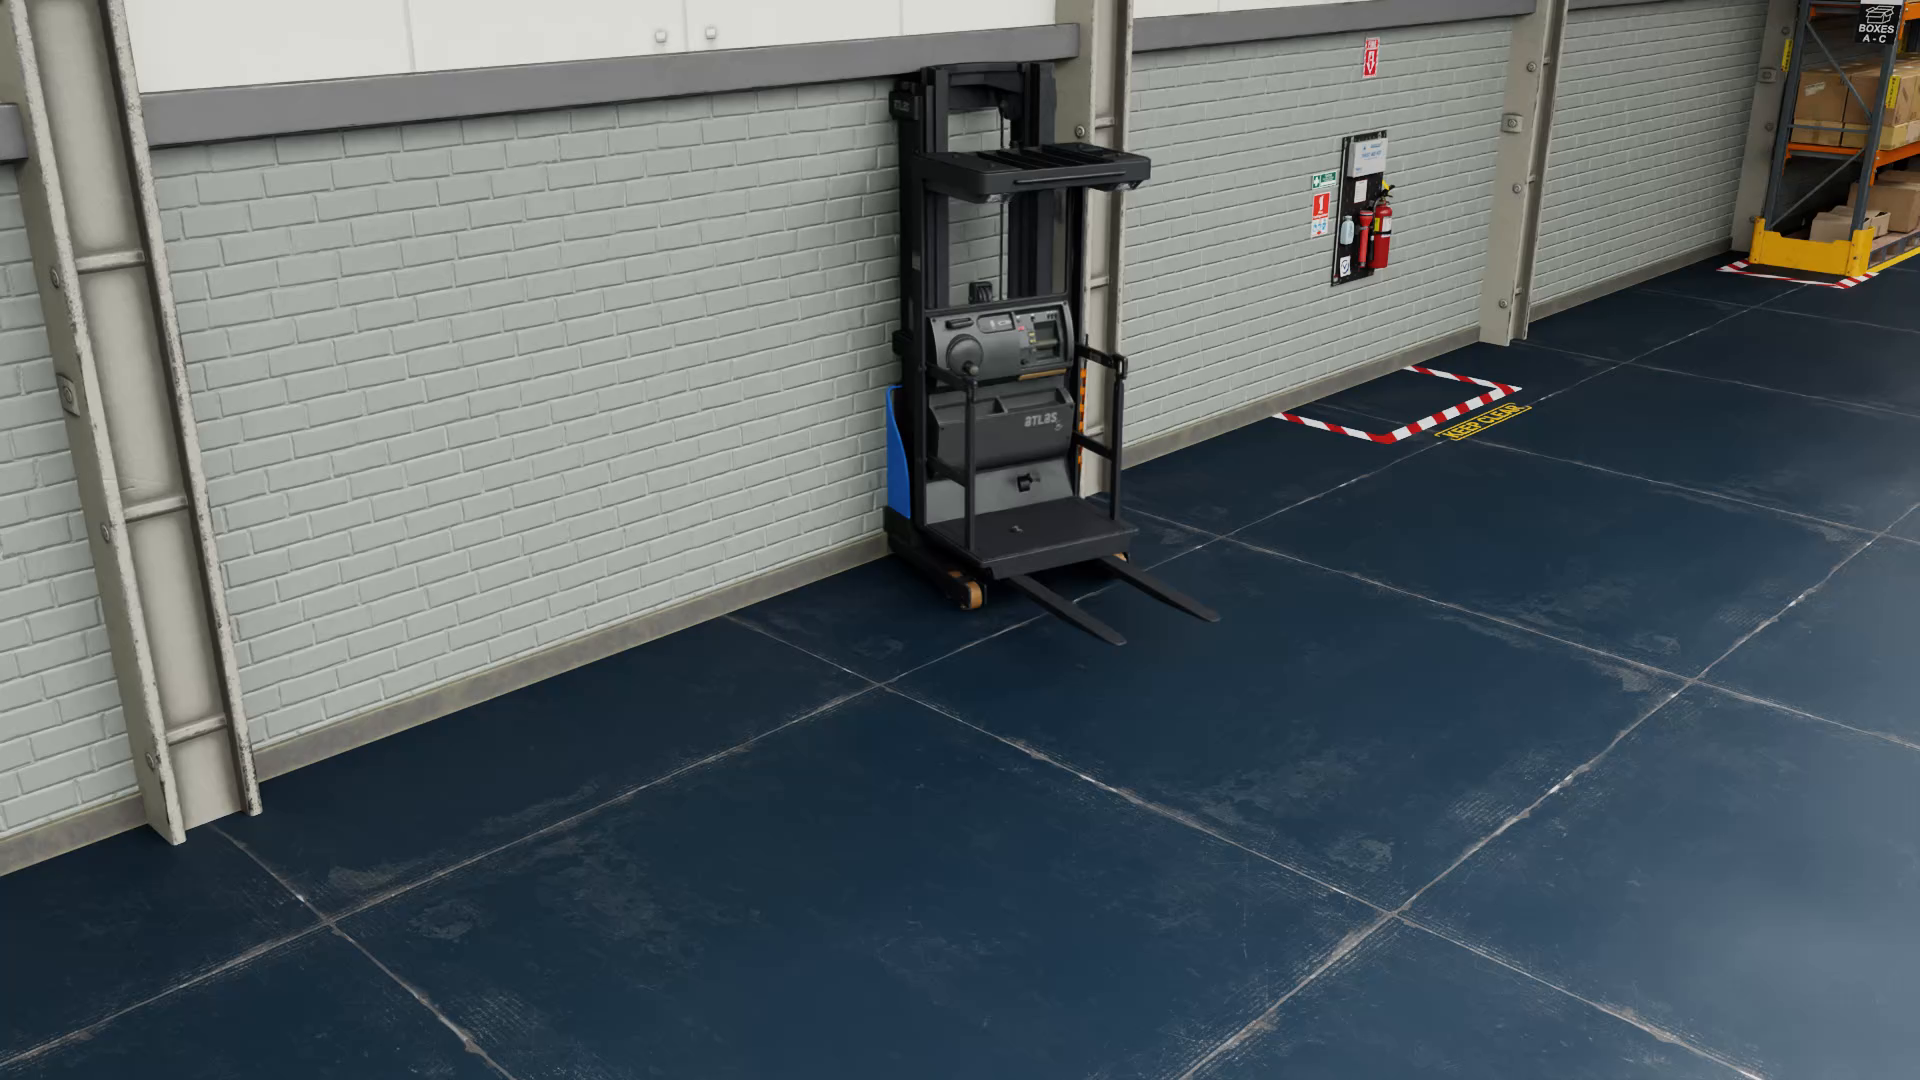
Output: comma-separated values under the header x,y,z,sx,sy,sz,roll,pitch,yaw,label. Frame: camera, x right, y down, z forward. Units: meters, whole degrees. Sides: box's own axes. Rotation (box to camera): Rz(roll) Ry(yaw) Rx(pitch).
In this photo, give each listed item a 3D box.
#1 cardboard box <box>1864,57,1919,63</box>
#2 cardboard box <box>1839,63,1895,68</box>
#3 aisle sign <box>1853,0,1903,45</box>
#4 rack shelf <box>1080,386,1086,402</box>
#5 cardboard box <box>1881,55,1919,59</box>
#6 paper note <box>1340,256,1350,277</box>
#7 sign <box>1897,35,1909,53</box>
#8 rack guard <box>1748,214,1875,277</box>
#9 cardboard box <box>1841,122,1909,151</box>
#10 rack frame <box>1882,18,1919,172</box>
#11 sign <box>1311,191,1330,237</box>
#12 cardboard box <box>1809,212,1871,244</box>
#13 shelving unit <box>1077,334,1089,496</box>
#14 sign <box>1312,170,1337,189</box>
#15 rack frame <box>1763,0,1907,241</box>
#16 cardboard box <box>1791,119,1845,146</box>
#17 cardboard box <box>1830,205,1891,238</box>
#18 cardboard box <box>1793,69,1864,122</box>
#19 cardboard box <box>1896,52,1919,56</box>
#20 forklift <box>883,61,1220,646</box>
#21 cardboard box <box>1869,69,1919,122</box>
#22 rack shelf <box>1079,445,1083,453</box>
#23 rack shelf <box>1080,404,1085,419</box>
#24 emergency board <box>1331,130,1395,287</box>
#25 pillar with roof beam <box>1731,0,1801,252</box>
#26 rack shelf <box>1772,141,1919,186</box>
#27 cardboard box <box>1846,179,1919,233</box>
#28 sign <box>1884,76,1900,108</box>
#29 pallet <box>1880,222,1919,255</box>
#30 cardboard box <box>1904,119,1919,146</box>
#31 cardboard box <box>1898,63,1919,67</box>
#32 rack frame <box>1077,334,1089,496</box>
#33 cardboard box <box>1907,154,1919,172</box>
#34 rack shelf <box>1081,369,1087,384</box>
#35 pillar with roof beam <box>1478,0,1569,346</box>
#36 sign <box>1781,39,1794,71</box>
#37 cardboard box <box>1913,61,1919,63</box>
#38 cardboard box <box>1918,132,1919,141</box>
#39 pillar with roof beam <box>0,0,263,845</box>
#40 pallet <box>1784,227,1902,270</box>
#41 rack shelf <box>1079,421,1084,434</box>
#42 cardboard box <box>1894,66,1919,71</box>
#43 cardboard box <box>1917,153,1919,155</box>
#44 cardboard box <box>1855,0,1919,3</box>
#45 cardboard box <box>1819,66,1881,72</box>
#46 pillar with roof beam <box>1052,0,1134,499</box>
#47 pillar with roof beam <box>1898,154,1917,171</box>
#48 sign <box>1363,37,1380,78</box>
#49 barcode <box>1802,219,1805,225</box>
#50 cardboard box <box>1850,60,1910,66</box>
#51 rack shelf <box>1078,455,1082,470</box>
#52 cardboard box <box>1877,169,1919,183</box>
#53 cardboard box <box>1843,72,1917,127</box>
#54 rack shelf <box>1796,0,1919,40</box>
x,y,z,sx,sy,sz,roll,pitch,yaw,label
10.930,-5.395,19.566,0.500,0.500,0.500,-19,28,-41,cardboard box
10.225,-5.130,18.875,0.500,0.500,0.500,18,28,39,cardboard box
9.497,-5.525,17.144,0.394,0.787,0.004,19,28,41,aisle sign
0.664,-0.963,10.837,0.180,0.103,0.258,-20,32,-39,rack shelf
11.282,-5.522,19.896,0.500,0.500,0.500,19,28,40,cardboard box
3.091,-2.194,13.329,0.016,0.148,0.142,19,28,41,paper note
11.723,-6.112,20.680,0.100,0.325,0.005,19,28,41,sign
9.385,-3.258,18.353,1.175,0.500,0.348,19,28,41,rack guard
9.900,-4.390,17.997,0.500,0.250,0.500,18,28,39,cardboard box
12.123,-5.433,20.529,1.000,3.000,0.127,19,28,41,rack frame
2.804,-2.534,12.936,0.001,0.329,0.234,19,28,41,sign
9.880,-3.511,18.662,0.500,0.311,0.500,15,26,35,cardboard box
0.659,-0.785,10.918,0.189,1.200,0.258,-20,32,-39,shelving unit
2.814,-2.780,12.838,0.001,0.109,0.331,19,28,41,sign
9.332,-4.405,17.854,1.000,3.000,0.127,19,28,41,rack frame
9.520,-4.513,18.316,0.500,0.250,0.500,-20,28,-41,cardboard box
10.277,-3.657,19.043,0.500,0.311,0.500,-17,27,-38,cardboard box
9.509,-4.869,18.196,0.500,0.500,0.500,19,28,40,cardboard box
11.645,-5.654,20.240,0.500,0.500,0.500,18,28,39,cardboard box
0.356,-1.151,9.485,1.130,2.935,3.031,-11,24,-27,forklift
10.233,-4.866,18.190,0.500,0.500,0.500,19,28,41,cardboard box
0.655,-0.635,10.986,0.180,0.103,0.258,-20,32,-39,rack shelf
0.661,-0.853,10.887,0.180,0.103,0.258,-20,32,-39,rack shelf
3.264,-2.633,13.245,0.194,1.169,0.643,19,28,41,emergency board
12.285,-6.524,15.006,9.100,9.000,0.400,19,28,41,pillar with roof beam
10.728,-4.583,19.321,1.077,0.370,4.000,19,28,41,rack shelf
10.825,-3.921,19.467,0.700,0.500,0.500,17,27,37,cardboard box
9.721,-4.673,17.345,0.100,0.325,0.005,19,28,41,sign
10.829,-3.635,19.737,1.003,0.211,1.213,19,28,41,pallet
10.252,-4.527,18.353,0.500,0.250,0.500,18,28,39,cardboard box
10.949,-5.133,18.885,0.500,0.500,0.500,-19,28,-40,cardboard box
0.726,-0.809,10.975,0.006,1.200,0.240,-20,32,-39,rack frame
12.624,-4.665,21.402,0.500,0.500,0.700,-19,28,-40,cardboard box
0.666,-1.072,10.788,0.180,0.103,0.258,-20,32,-39,rack shelf
8.100,-4.982,10.993,9.100,9.000,0.400,19,28,41,pillar with roof beam
8.949,-5.237,17.964,0.100,0.325,0.005,19,28,41,sign
11.312,-5.267,19.233,0.500,0.500,0.500,18,28,39,cardboard box
10.612,-4.657,18.690,0.500,0.250,0.500,19,28,40,cardboard box
-0.271,-1.897,2.968,9.100,9.000,0.400,19,28,41,pillar with roof beam
9.978,-3.323,18.925,1.003,0.211,1.213,19,28,41,pallet
0.658,-0.744,10.936,0.180,0.103,0.258,-20,32,-39,rack shelf
10.598,-4.998,18.532,0.500,0.500,0.500,18,27,39,cardboard box
12.949,-4.810,21.780,0.700,0.500,0.500,19,28,40,cardboard box
9.745,-5.884,17.355,0.500,0.500,0.500,-19,28,-41,cardboard box
9.867,-4.996,18.527,0.500,0.500,0.500,-20,29,-41,cardboard box
3.914,-3.439,6.980,9.100,9.000,0.400,19,28,41,pillar with roof beam
16.471,-8.066,19.018,9.100,9.000,0.400,19,28,41,pillar with roof beam
3.187,-3.738,12.888,0.001,0.298,0.199,19,28,41,sign
9.606,-3.620,18.932,0.001,0.075,0.075,19,28,41,barcode
10.576,-5.259,19.212,0.500,0.500,0.500,-20,29,-41,cardboard box
0.652,-0.525,11.035,0.180,0.103,0.258,-20,32,-39,rack shelf
11.427,-4.195,20.178,0.500,0.500,0.500,17,27,37,cardboard box
9.881,-4.742,17.866,0.500,0.500,0.500,19,28,41,cardboard box
10.728,-5.983,18.782,1.077,0.370,4.000,19,28,41,rack shelf
